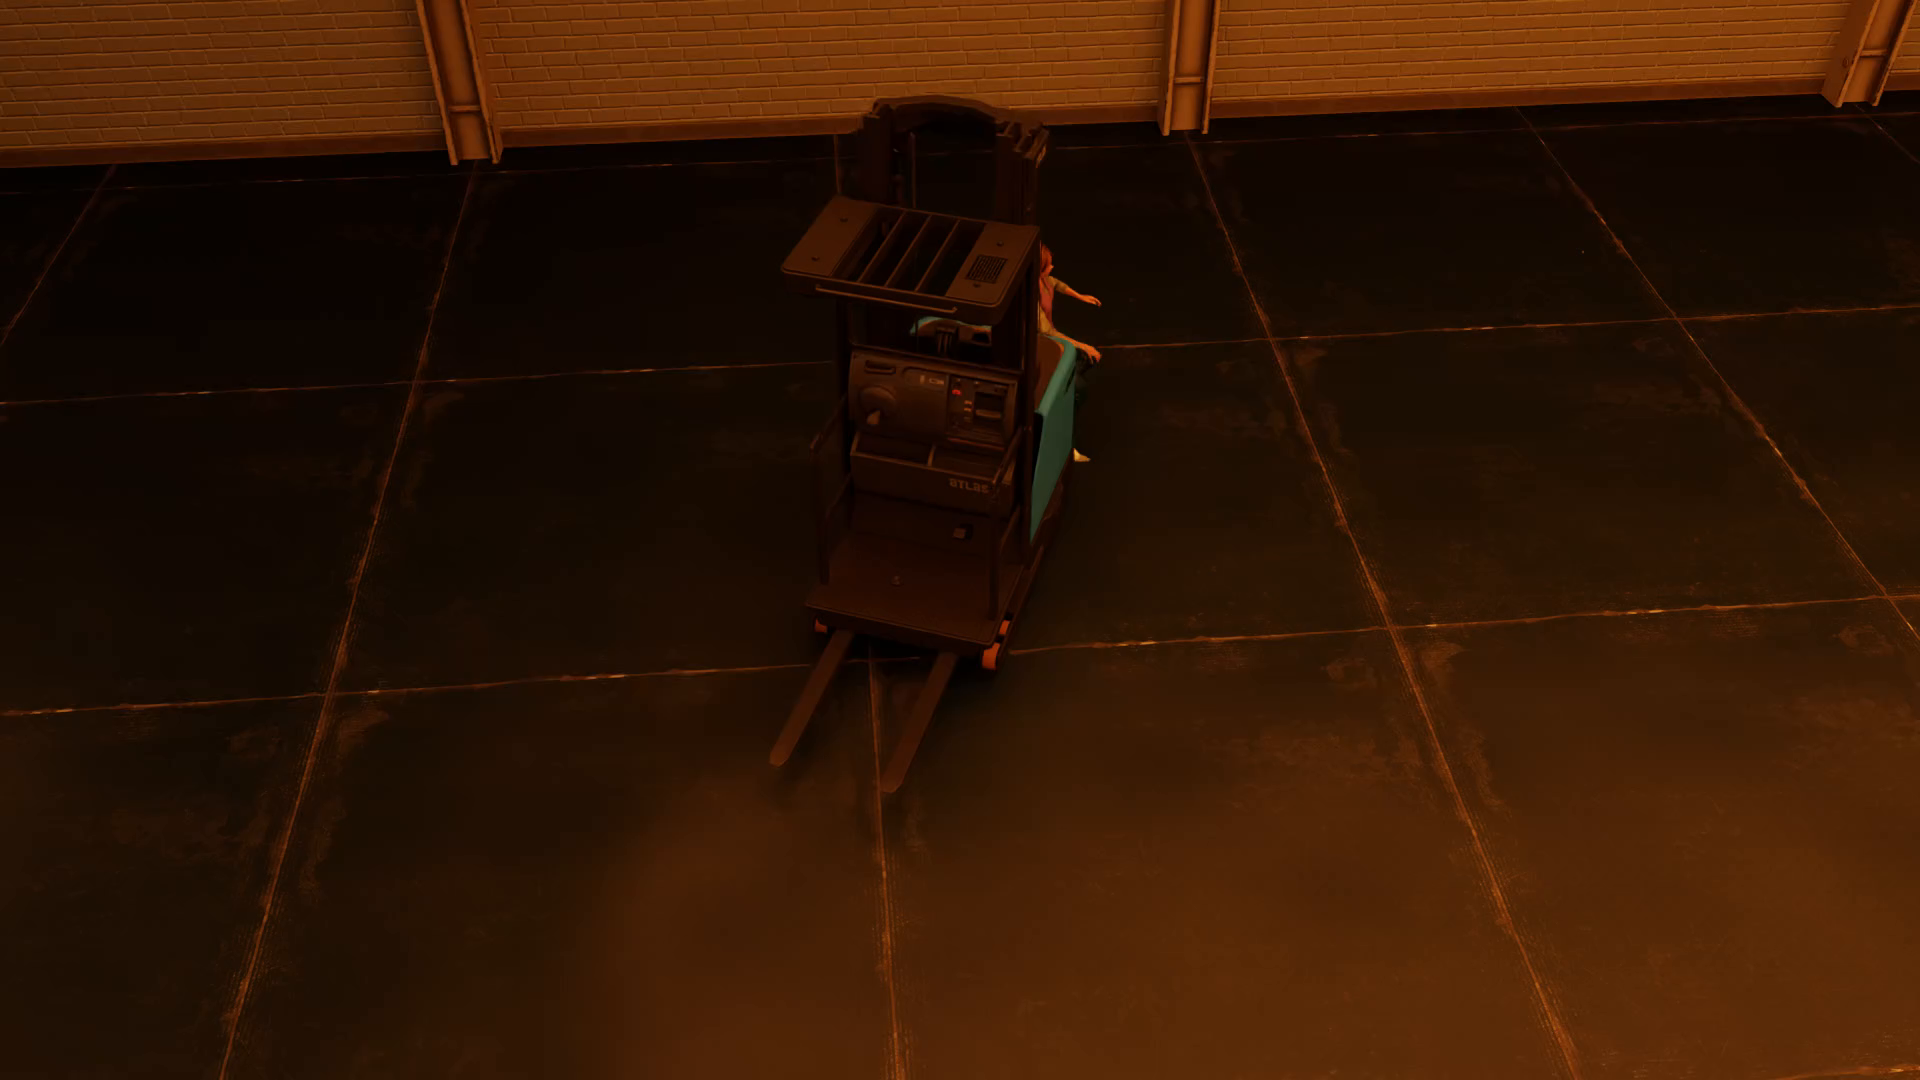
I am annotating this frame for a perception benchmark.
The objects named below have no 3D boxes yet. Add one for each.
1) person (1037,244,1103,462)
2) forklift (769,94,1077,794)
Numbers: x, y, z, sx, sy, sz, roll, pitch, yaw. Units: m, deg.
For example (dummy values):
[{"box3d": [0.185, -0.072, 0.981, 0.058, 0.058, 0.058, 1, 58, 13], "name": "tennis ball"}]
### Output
[{"box3d": [0.610, -1.248, 10.600, 0.582, 1.464, 0.695, 2, 41, 3], "name": "person"}, {"box3d": [-0.210, -0.673, 8.725, 1.130, 2.935, 3.031, 11, 42, 13], "name": "forklift"}]
